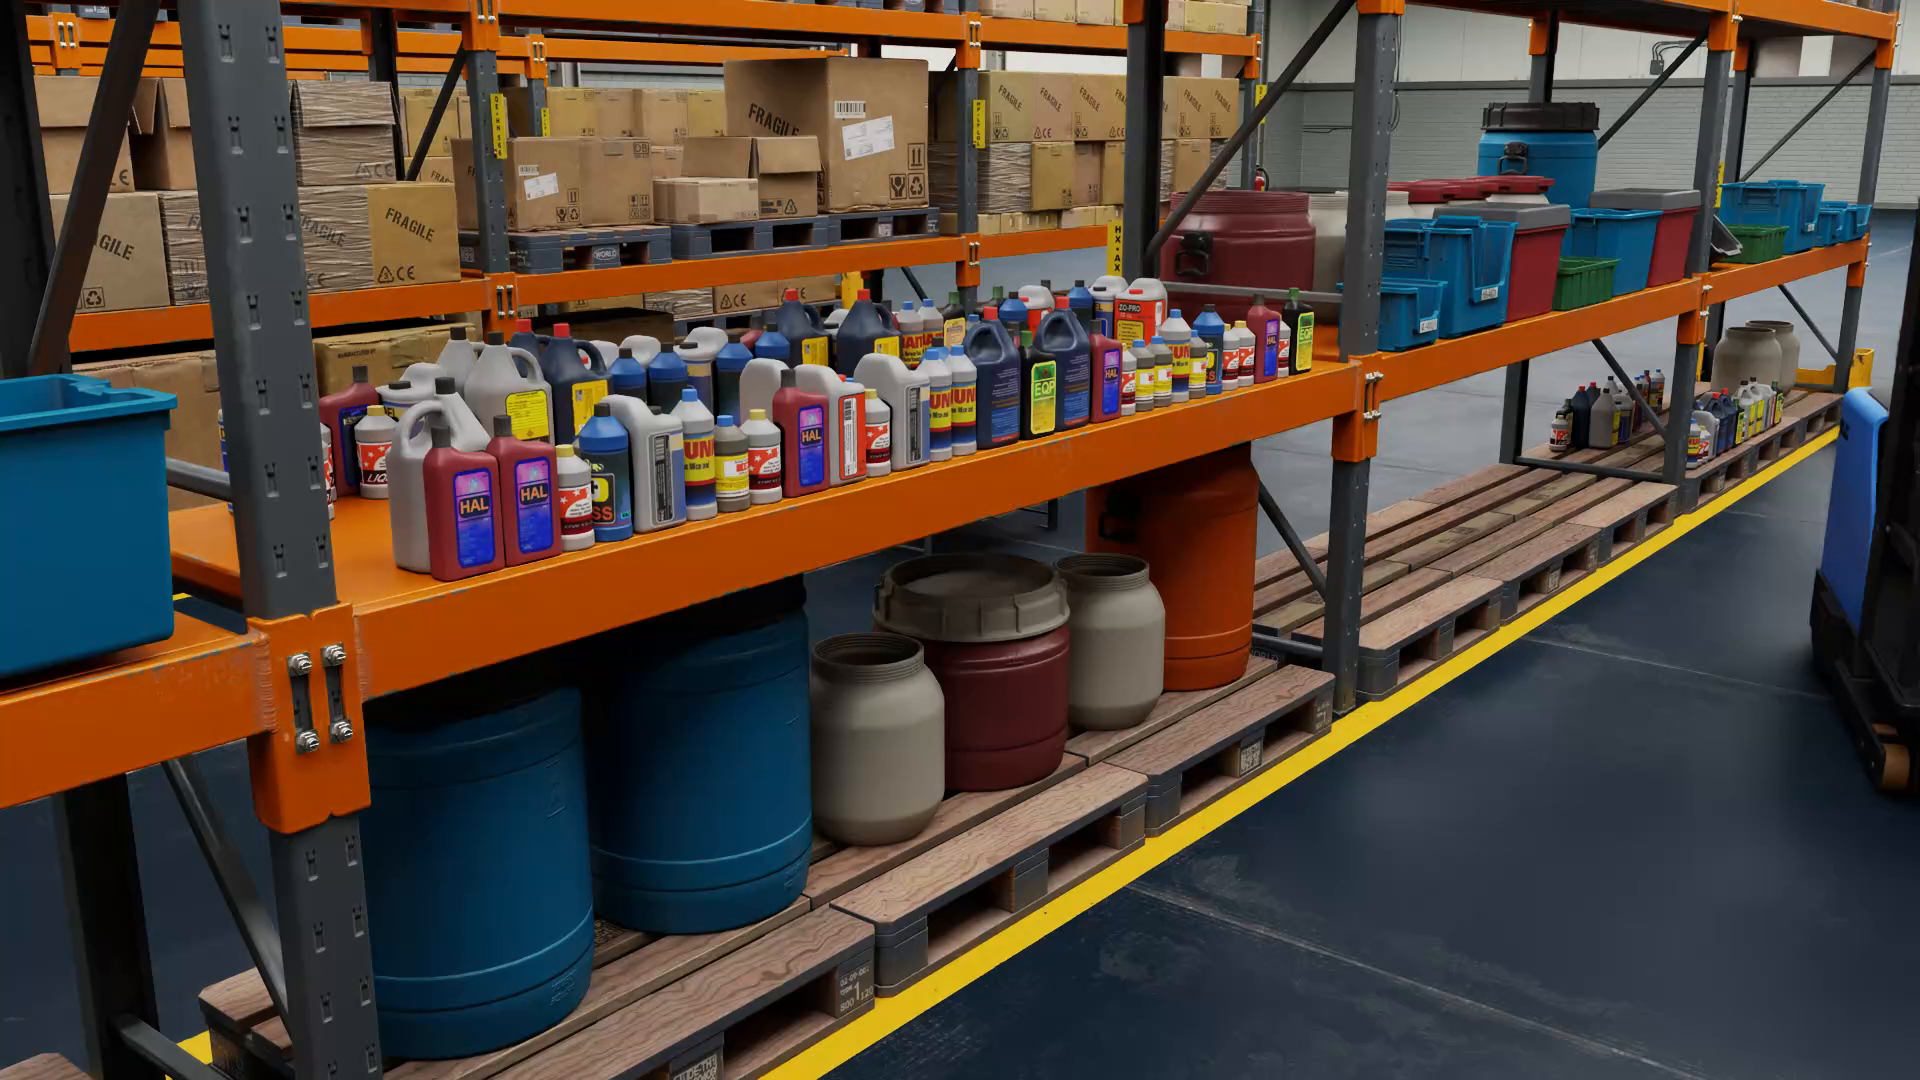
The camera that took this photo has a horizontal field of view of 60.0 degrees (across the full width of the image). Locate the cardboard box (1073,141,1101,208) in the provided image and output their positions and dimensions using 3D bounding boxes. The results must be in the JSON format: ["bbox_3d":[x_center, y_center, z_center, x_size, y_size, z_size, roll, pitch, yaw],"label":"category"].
[{"bbox_3d":[0.607,-2.896,13.125,0.875,0.500,0.500,11,18,38],"label":"cardboard box"}]

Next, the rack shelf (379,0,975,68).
[{"bbox_3d":[-1.559,-3.148,10.290,1.077,0.370,4.000,11,18,38],"label":"rack shelf"}]

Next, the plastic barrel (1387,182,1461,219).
[{"bbox_3d":[2.046,-1.352,7.578,0.433,0.535,0.433,0,14,0],"label":"plastic barrel"}]

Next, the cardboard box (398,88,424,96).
[{"bbox_3d":[-6.633,-4.987,19.325,0.700,0.500,0.500,11,18,37],"label":"cardboard box"}]

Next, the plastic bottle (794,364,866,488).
[{"bbox_3d":[-0.308,-0.274,3.861,0.152,0.276,0.135,11,18,38],"label":"plastic bottle"}]

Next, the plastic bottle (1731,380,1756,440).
[{"bbox_3d":[4.767,-0.796,10.152,0.144,0.351,0.185,11,18,37],"label":"plastic bottle"}]

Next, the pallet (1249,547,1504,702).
[{"bbox_3d":[1.554,0.316,6.950,1.003,0.211,1.213,11,18,38],"label":"pallet"}]

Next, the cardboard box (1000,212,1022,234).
[{"bbox_3d":[0.235,-2.344,12.269,0.380,0.149,0.250,11,18,38],"label":"cardboard box"}]

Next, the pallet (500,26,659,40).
[{"bbox_3d":[-3.574,-4.778,15.429,1.003,0.211,1.213,11,18,38],"label":"pallet"}]

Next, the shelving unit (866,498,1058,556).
[{"bbox_3d":[-0.004,-0.544,8.479,0.538,1.125,1.048,11,18,38],"label":"shelving unit"}]

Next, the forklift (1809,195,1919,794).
[{"bbox_3d":[3.584,-0.629,5.148,1.130,2.935,3.031,5,15,19],"label":"forklift"}]

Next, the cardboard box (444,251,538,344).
[{"bbox_3d":[-4.416,-2.193,14.879,1.050,0.750,0.750,11,18,37],"label":"cardboard box"}]

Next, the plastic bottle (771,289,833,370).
[{"bbox_3d":[-0.462,-0.541,4.760,0.144,0.351,0.185,11,18,38],"label":"plastic bottle"}]

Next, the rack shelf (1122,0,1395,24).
[{"bbox_3d":[-0.220,-1.615,4.258,1.077,0.370,4.000,11,18,38],"label":"rack shelf"}]

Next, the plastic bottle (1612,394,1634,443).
[{"bbox_3d":[3.983,-0.739,10.077,0.152,0.276,0.135,11,18,38],"label":"plastic bottle"}]

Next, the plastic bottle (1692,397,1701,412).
[{"bbox_3d":[4.269,-0.701,9.777,0.144,0.351,0.185,11,18,38],"label":"plastic bottle"}]

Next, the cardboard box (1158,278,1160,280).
[{"bbox_3d":[1.807,-2.067,14.890,0.500,0.500,0.500,-12,18,-39],"label":"cardboard box"}]

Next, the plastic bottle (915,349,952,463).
[{"bbox_3d":[-0.068,-0.334,4.107,0.097,0.271,0.097,0,14,0],"label":"plastic bottle"}]

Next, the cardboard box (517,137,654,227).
[{"bbox_3d":[-2.234,-2.144,9.913,0.500,0.500,0.700,-13,19,-41],"label":"cardboard box"}]

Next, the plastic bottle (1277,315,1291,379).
[{"bbox_3d":[1.028,-0.634,5.430,0.097,0.201,0.097,0,14,0],"label":"plastic bottle"}]

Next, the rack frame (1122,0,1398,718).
[{"bbox_3d":[1.037,-0.893,6.046,1.000,3.000,0.127,11,18,38],"label":"rack frame"}]

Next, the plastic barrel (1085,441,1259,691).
[{"bbox_3d":[0.743,0.052,5.883,0.600,0.830,0.708,11,18,38],"label":"plastic barrel"}]

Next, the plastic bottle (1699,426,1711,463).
[{"bbox_3d":[4.220,-0.548,9.479,0.097,0.201,0.097,0,14,0],"label":"plastic bottle"}]

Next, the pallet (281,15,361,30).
[{"bbox_3d":[-5.546,-4.155,13.178,1.003,0.211,1.213,12,19,40],"label":"pallet"}]

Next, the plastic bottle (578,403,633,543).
[{"bbox_3d":[-0.712,-0.138,3.335,0.097,0.271,0.097,0,14,0],"label":"plastic bottle"}]

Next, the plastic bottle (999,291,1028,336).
[{"bbox_3d":[0.176,-0.682,5.476,0.097,0.271,0.097,0,14,0],"label":"plastic bottle"}]

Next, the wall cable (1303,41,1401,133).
[{"bbox_3d":[11.238,-13.006,47.851,3.097,2.526,0.112,11,18,38],"label":"wall cable"}]

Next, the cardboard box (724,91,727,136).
[{"bbox_3d":[-2.577,-4.304,16.974,0.875,0.550,0.550,11,18,38],"label":"cardboard box"}]

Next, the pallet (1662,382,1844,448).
[{"bbox_3d":[5.539,-0.897,11.725,1.003,0.211,1.213,11,18,38],"label":"pallet"}]

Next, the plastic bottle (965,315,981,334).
[{"bbox_3d":[0.045,-0.632,5.421,0.097,0.201,0.097,0,14,0],"label":"plastic bottle"}]

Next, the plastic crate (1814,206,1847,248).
[{"bbox_3d":[5.571,-2.087,11.050,0.499,0.251,0.408,11,18,38],"label":"plastic crate"}]

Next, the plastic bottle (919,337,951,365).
[{"bbox_3d":[-0.058,-0.394,4.342,0.097,0.271,0.097,0,14,0],"label":"plastic bottle"}]

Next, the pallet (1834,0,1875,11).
[{"bbox_3d":[5.469,-3.644,11.167,1.003,0.211,1.213,11,18,38],"label":"pallet"}]

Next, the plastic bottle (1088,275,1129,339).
[{"bbox_3d":[0.513,-0.800,5.932,0.152,0.276,0.135,11,18,38],"label":"plastic bottle"}]

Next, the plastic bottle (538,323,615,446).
[{"bbox_3d":[-0.926,-0.343,3.981,0.144,0.351,0.185,11,18,38],"label":"plastic bottle"}]

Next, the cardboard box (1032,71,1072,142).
[{"bbox_3d":[0.492,-3.246,12.469,0.500,0.500,0.500,11,18,38],"label":"cardboard box"}]

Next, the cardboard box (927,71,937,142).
[{"bbox_3d":[-0.233,-3.232,12.414,0.500,0.500,0.500,11,18,38],"label":"cardboard box"}]

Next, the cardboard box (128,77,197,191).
[{"bbox_3d":[-3.699,-1.932,7.897,0.797,0.503,0.637,12,18,39],"label":"cardboard box"}]

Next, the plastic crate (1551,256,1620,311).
[{"bbox_3d":[2.676,-1.179,7.603,0.450,0.188,0.662,11,18,38],"label":"plastic crate"}]

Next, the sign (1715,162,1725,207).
[{"bbox_3d":[5.640,-2.645,12.381,0.100,0.325,0.005,11,18,38],"label":"sign"}]

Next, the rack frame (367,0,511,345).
[{"bbox_3d":[-2.816,-1.660,9.063,1.000,3.000,0.127,11,18,38],"label":"rack frame"}]

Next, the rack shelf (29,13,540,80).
[{"bbox_3d":[-5.353,-3.935,13.388,1.077,0.370,4.000,11,18,38],"label":"rack shelf"}]

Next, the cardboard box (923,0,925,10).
[{"bbox_3d":[-0.218,-3.934,12.231,0.500,0.250,0.500,12,19,40],"label":"cardboard box"}]

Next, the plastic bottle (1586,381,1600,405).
[{"bbox_3d":[3.852,-0.793,10.139,0.144,0.351,0.185,10,17,35],"label":"plastic bottle"}]

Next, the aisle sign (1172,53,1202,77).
[{"bbox_3d":[2.018,-4.510,15.004,0.394,0.787,0.004,11,18,38],"label":"aisle sign"}]

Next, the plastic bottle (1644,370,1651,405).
[{"bbox_3d":[4.527,-0.982,11.021,0.061,0.283,0.133,12,18,38],"label":"plastic bottle"}]

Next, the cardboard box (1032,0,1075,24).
[{"bbox_3d":[0.509,-3.955,12.313,0.500,0.250,0.500,11,18,37],"label":"cardboard box"}]

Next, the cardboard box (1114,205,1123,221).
[{"bbox_3d":[1.122,-2.643,13.444,0.380,0.149,0.250,11,18,38],"label":"cardboard box"}]

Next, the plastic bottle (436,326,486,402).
[{"bbox_3d":[-1.154,-0.330,3.929,0.144,0.351,0.185,11,18,38],"label":"plastic bottle"}]

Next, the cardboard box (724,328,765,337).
[{"bbox_3d":[-1.370,-1.117,11.113,0.700,0.500,0.500,9,17,33],"label":"cardboard box"}]

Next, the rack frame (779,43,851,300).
[{"bbox_3d":[-1.582,-3.979,18.192,1.000,3.000,0.127,11,18,38],"label":"rack frame"}]
